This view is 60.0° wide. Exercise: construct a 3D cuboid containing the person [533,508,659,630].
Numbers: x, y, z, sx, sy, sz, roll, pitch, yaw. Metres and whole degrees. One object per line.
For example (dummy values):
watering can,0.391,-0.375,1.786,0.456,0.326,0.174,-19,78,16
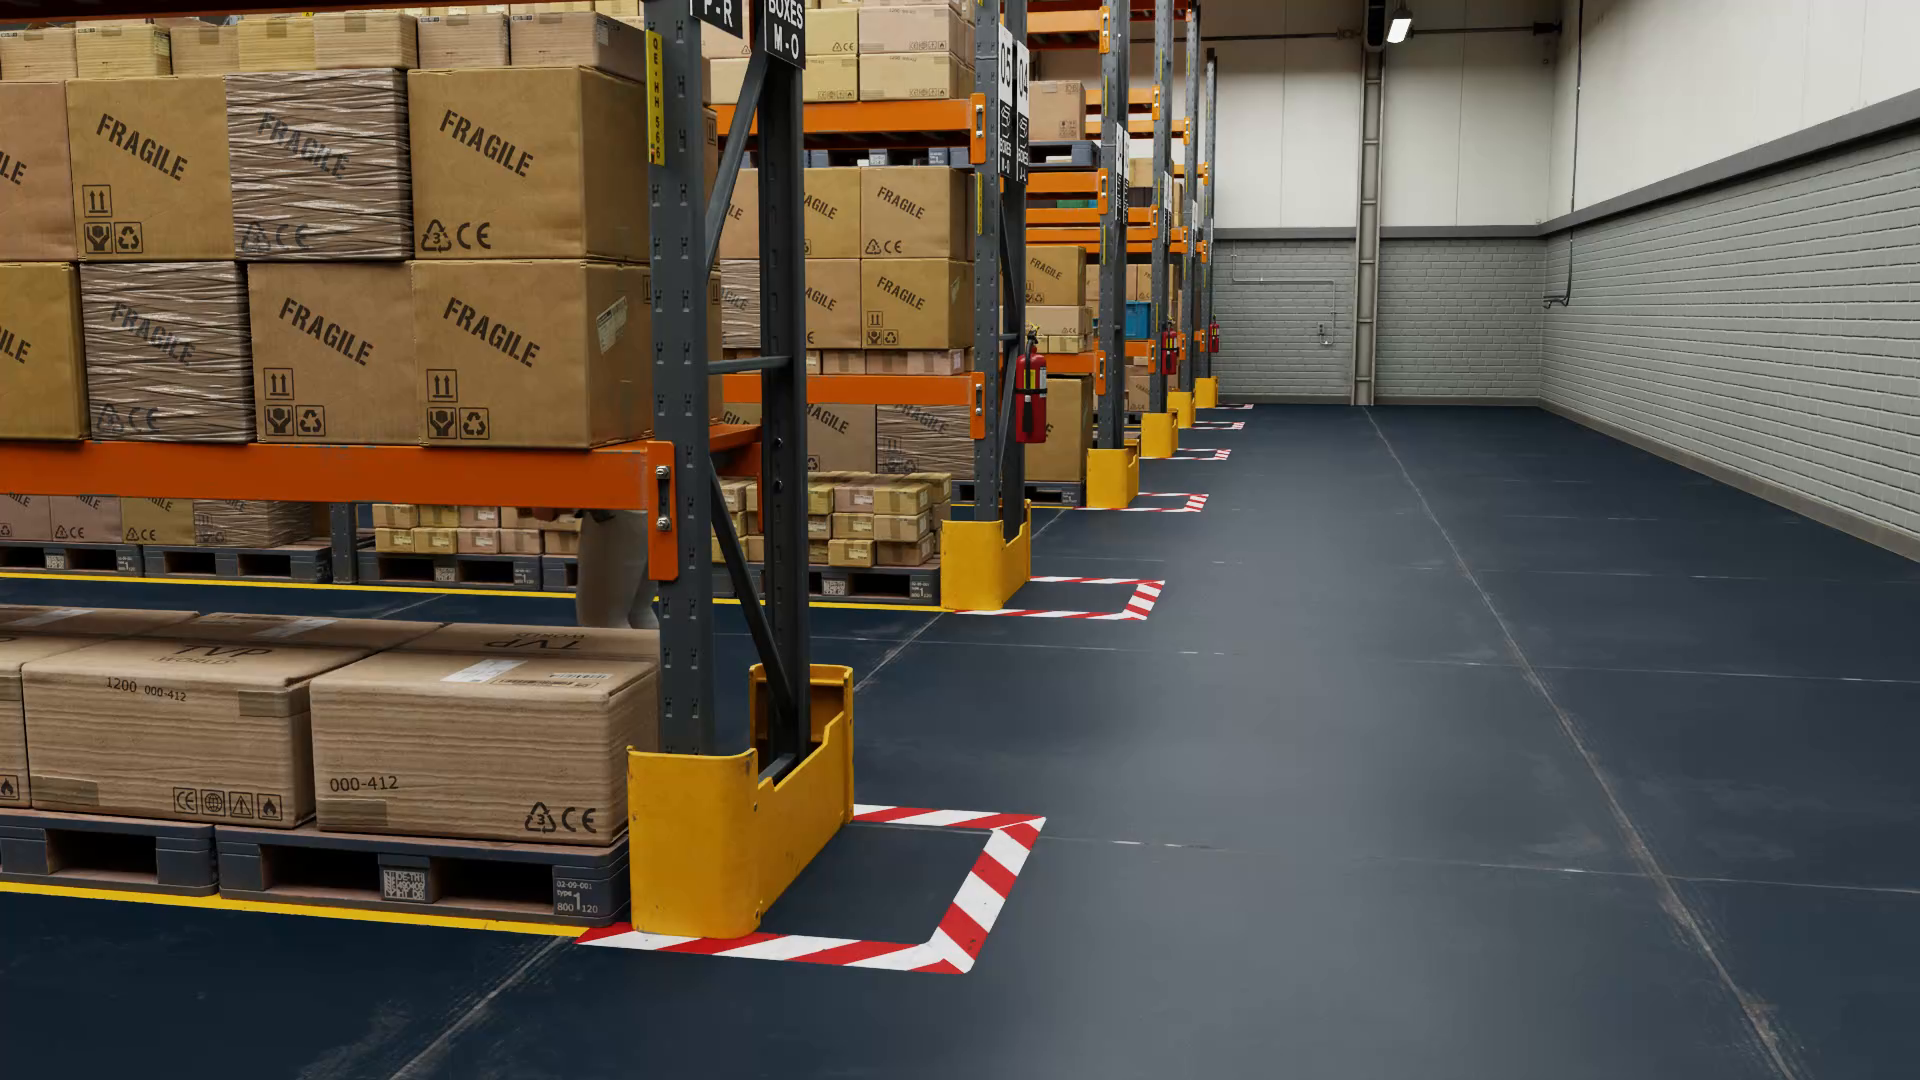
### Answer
person,-1.372,-0.094,6.392,0.572,1.768,0.494,2,8,11
